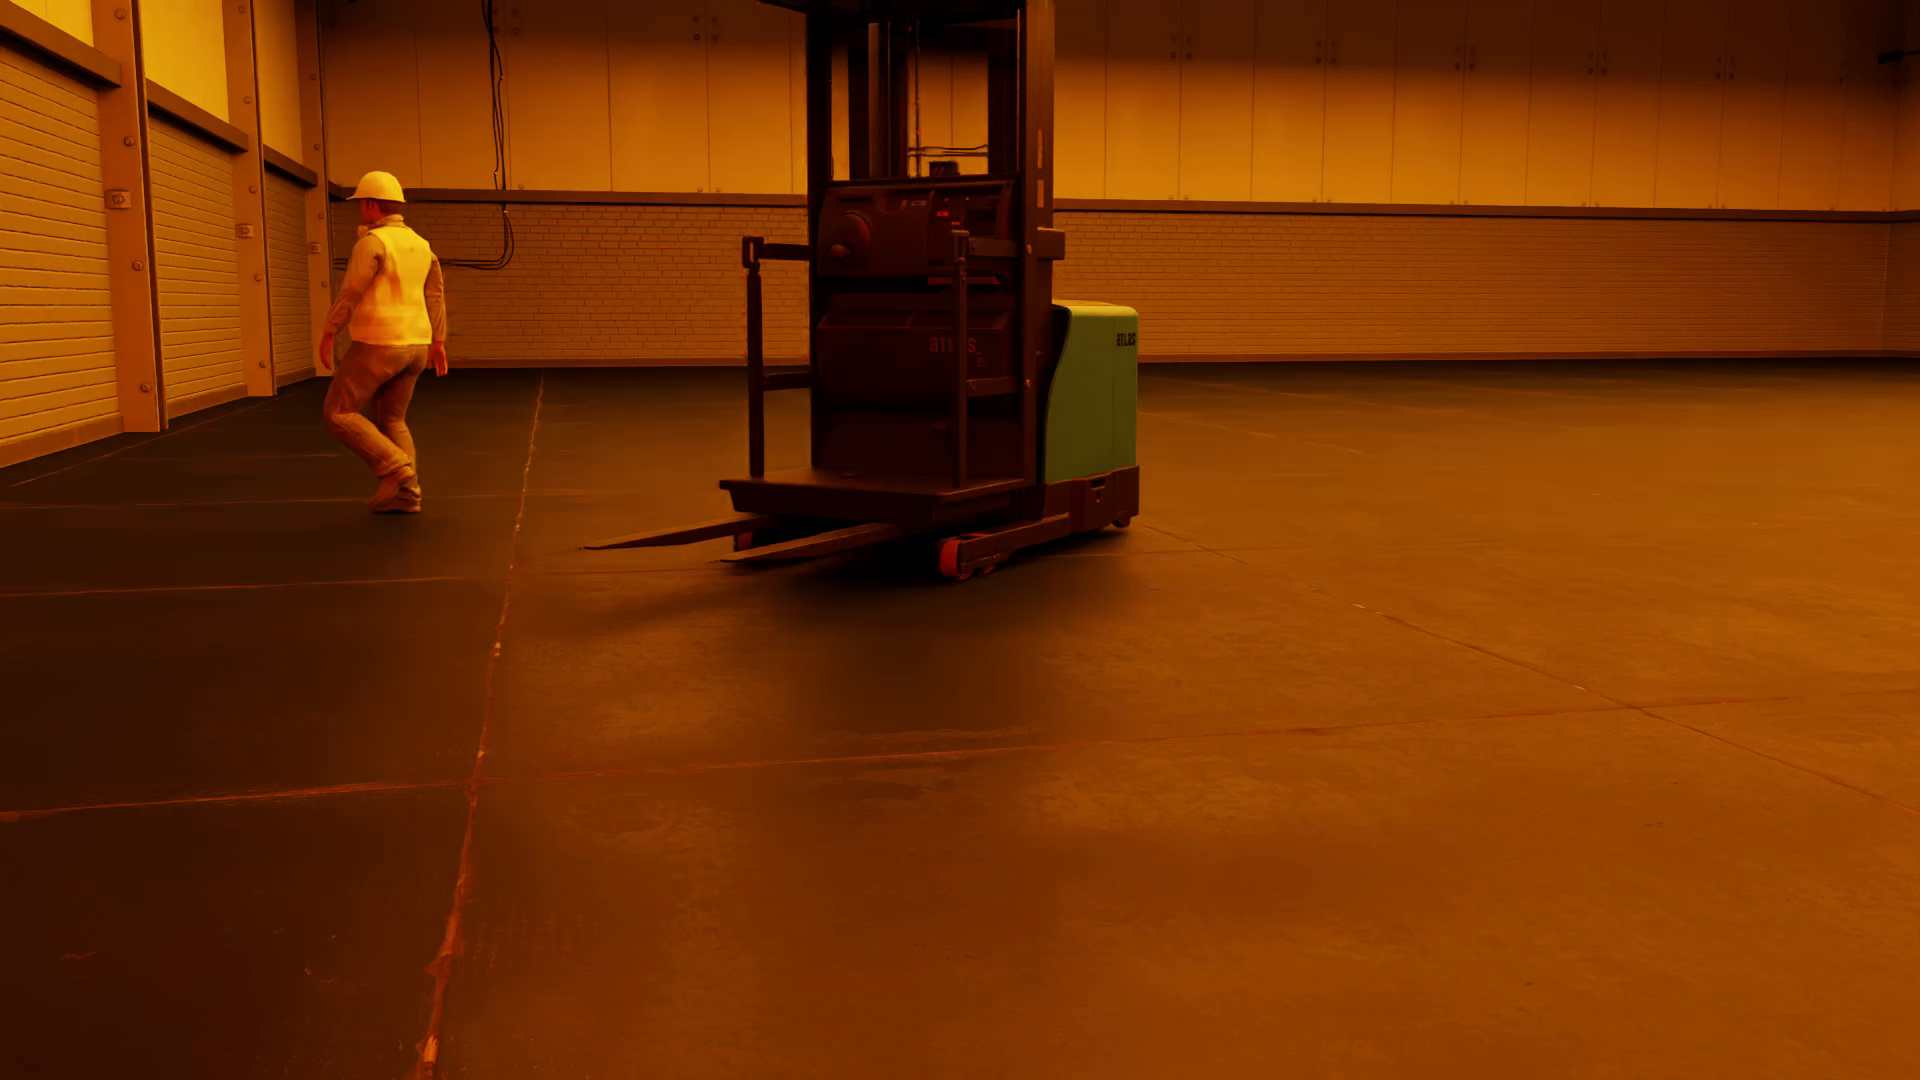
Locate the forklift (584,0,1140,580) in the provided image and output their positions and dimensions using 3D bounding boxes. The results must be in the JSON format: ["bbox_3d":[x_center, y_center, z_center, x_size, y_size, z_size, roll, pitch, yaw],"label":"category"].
[{"bbox_3d":[-0.301,-1.365,6.888,1.130,2.935,3.031,5,9,29],"label":"forklift"}]

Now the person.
[{"bbox_3d":[-2.972,-1.006,8.570,0.473,1.753,0.699,2,8,17],"label":"person"}]
